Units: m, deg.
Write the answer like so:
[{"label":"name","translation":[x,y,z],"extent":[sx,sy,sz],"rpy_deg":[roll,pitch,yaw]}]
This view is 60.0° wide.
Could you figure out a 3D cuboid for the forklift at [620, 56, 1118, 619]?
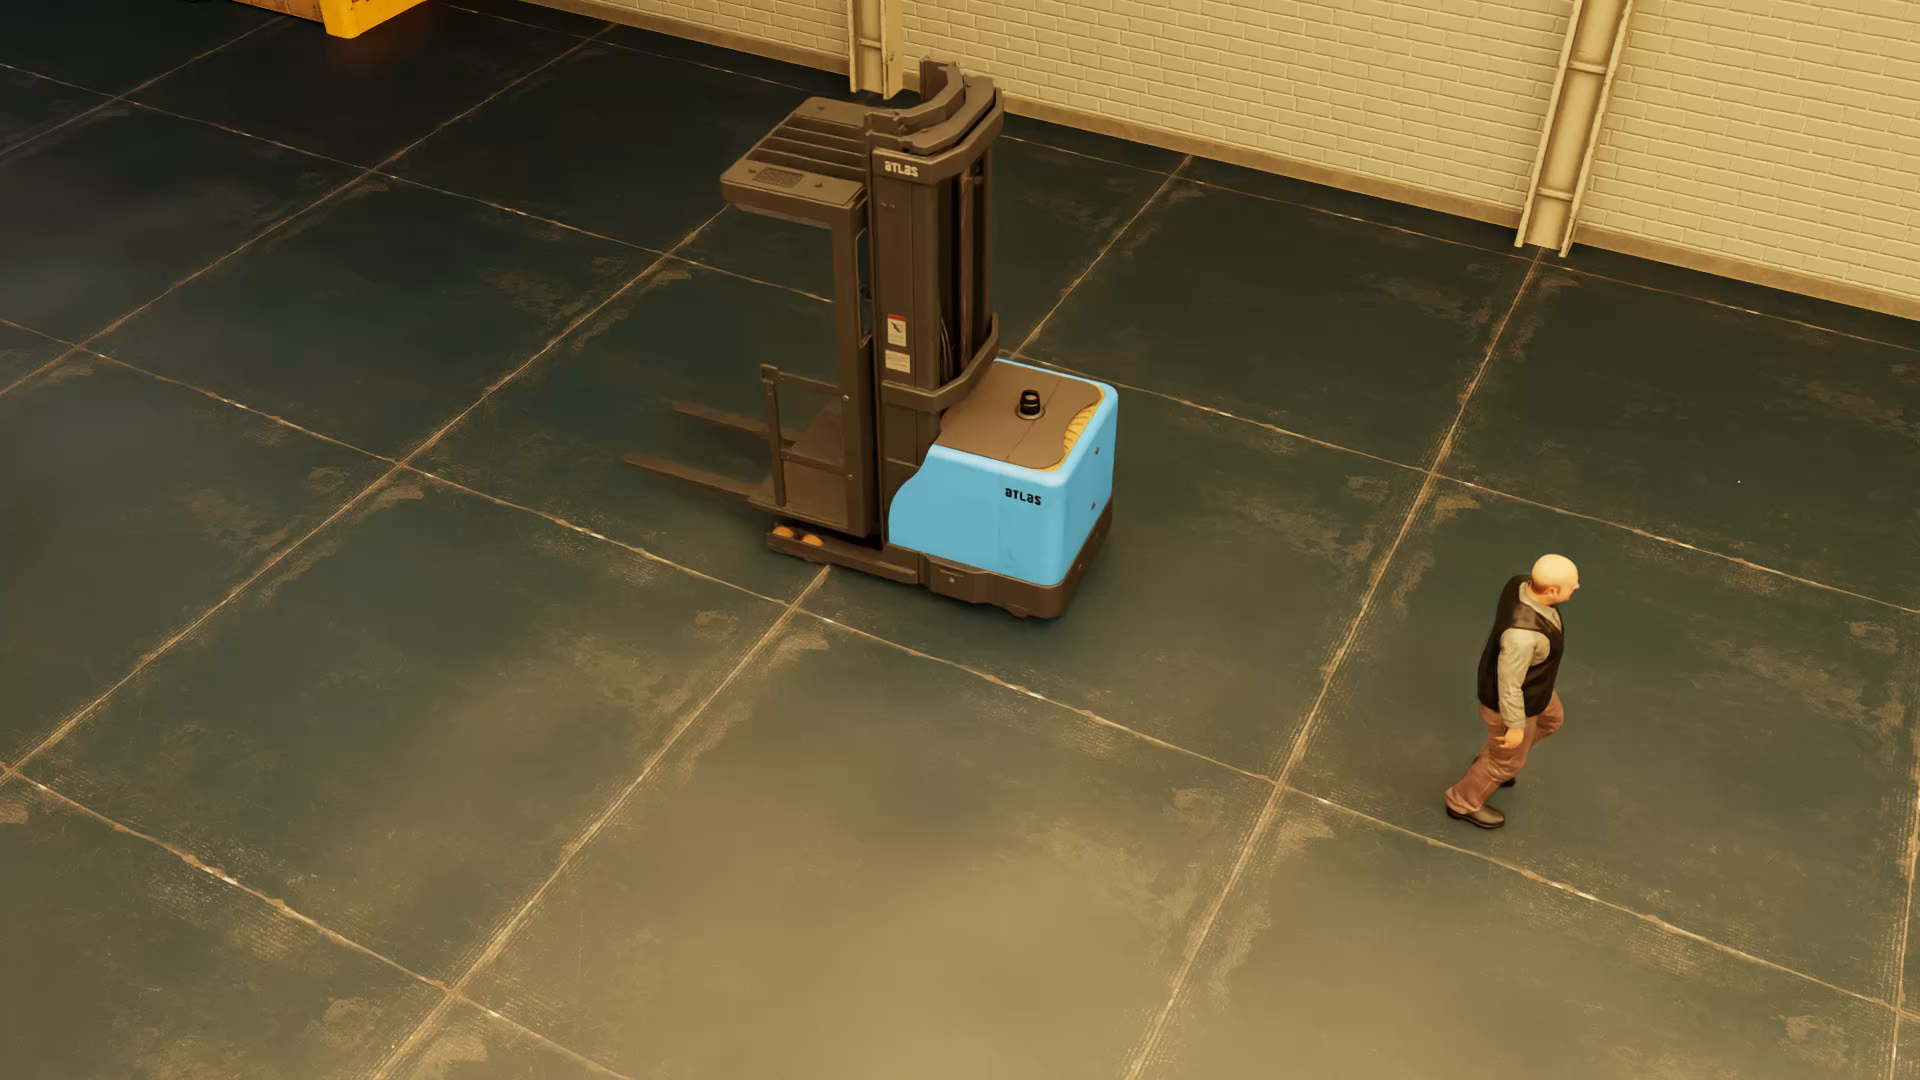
[{"label":"forklift","translation":[-0.633,-1.284,9.511],"extent":[3.031,2.935,1.130],"rpy_deg":[15,42,17]}]

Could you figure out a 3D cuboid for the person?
[{"label":"person","translation":[2.748,0.745,8.072],"extent":[0.494,1.724,0.645],"rpy_deg":[10,41,12]}]
